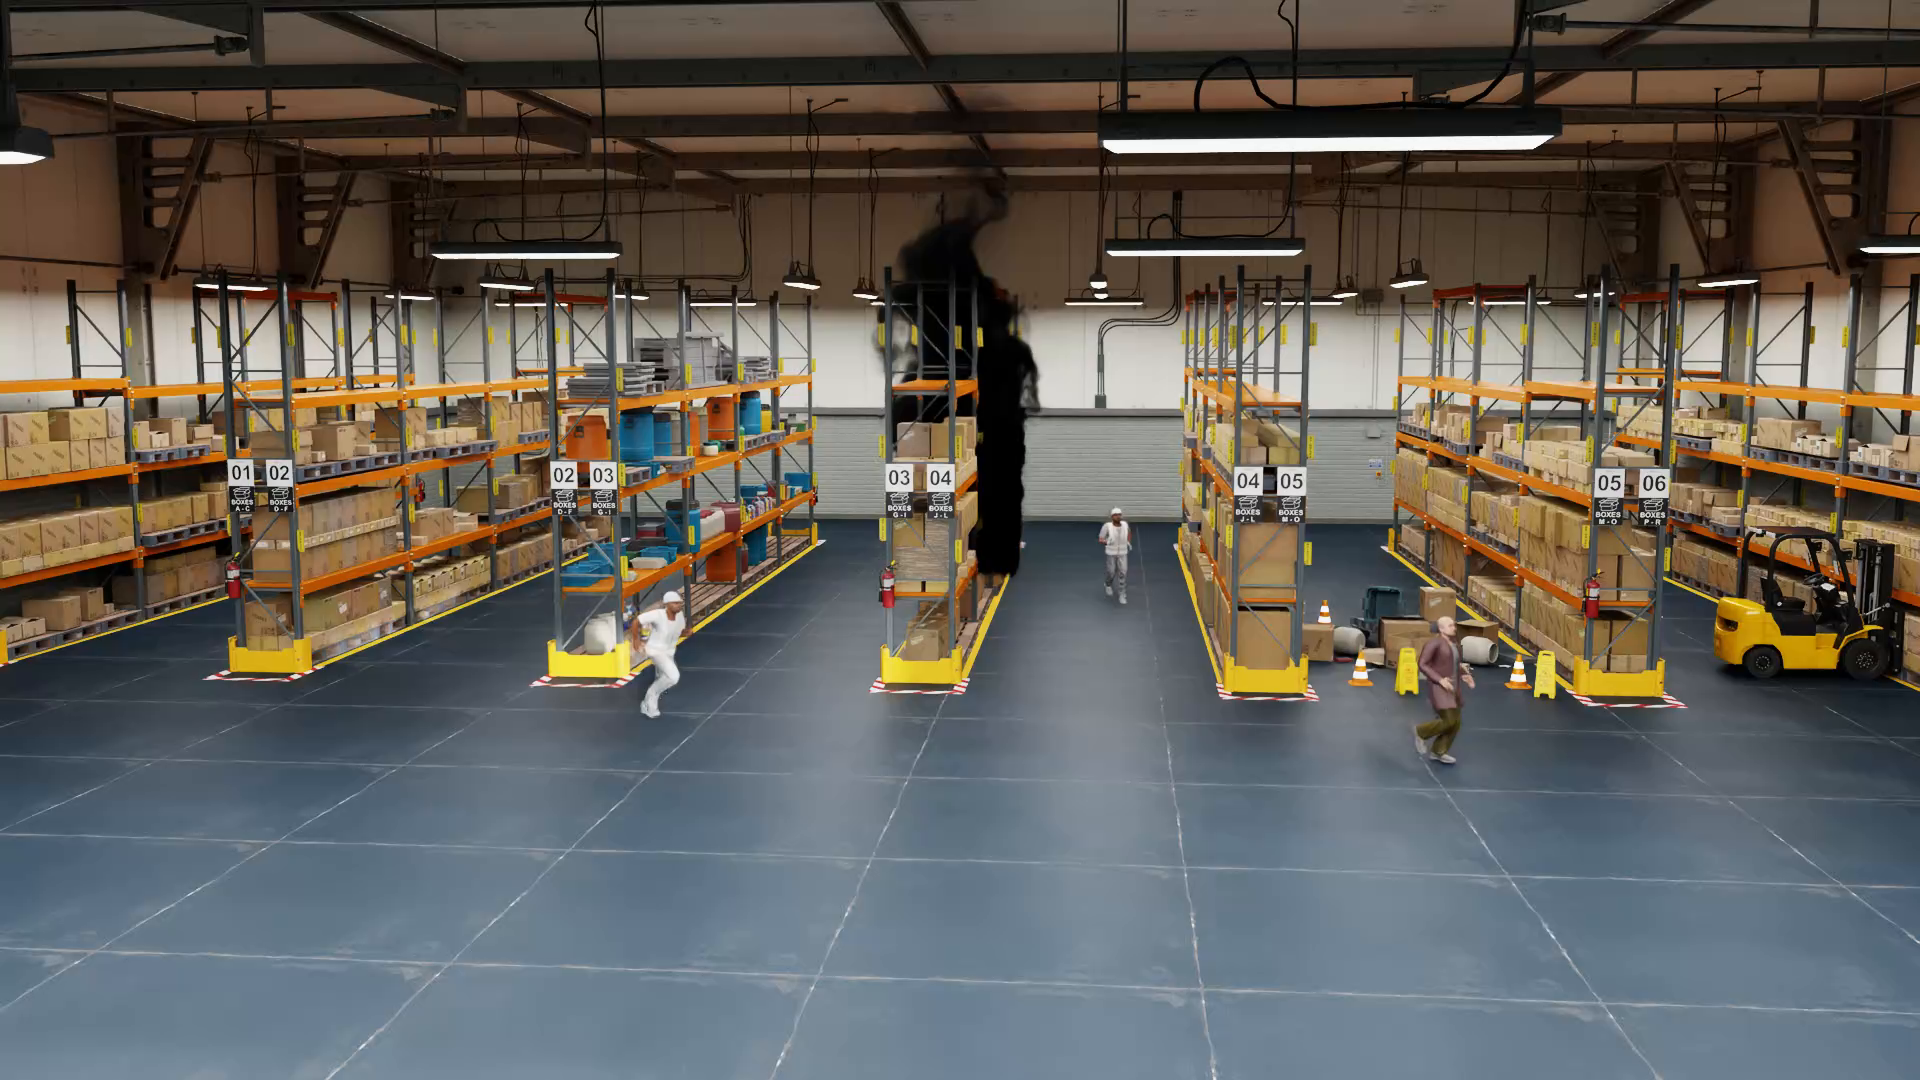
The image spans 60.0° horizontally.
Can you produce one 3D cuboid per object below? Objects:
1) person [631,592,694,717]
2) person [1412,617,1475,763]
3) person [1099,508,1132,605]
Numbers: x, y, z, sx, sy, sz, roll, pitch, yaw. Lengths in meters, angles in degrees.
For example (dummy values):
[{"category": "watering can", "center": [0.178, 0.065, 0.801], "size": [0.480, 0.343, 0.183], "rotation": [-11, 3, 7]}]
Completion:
[{"category": "person", "center": [-3.889, 1.508, 21.877], "size": [0.818, 1.678, 0.683], "rotation": [3, 8, 26]}, {"category": "person", "center": [5.703, 1.760, 19.657], "size": [0.694, 1.730, 0.632], "rotation": [-6, 9, -39]}, {"category": "person", "center": [2.956, 0.280, 31.460], "size": [0.684, 1.782, 0.984], "rotation": [-1, 7, -9]}]
